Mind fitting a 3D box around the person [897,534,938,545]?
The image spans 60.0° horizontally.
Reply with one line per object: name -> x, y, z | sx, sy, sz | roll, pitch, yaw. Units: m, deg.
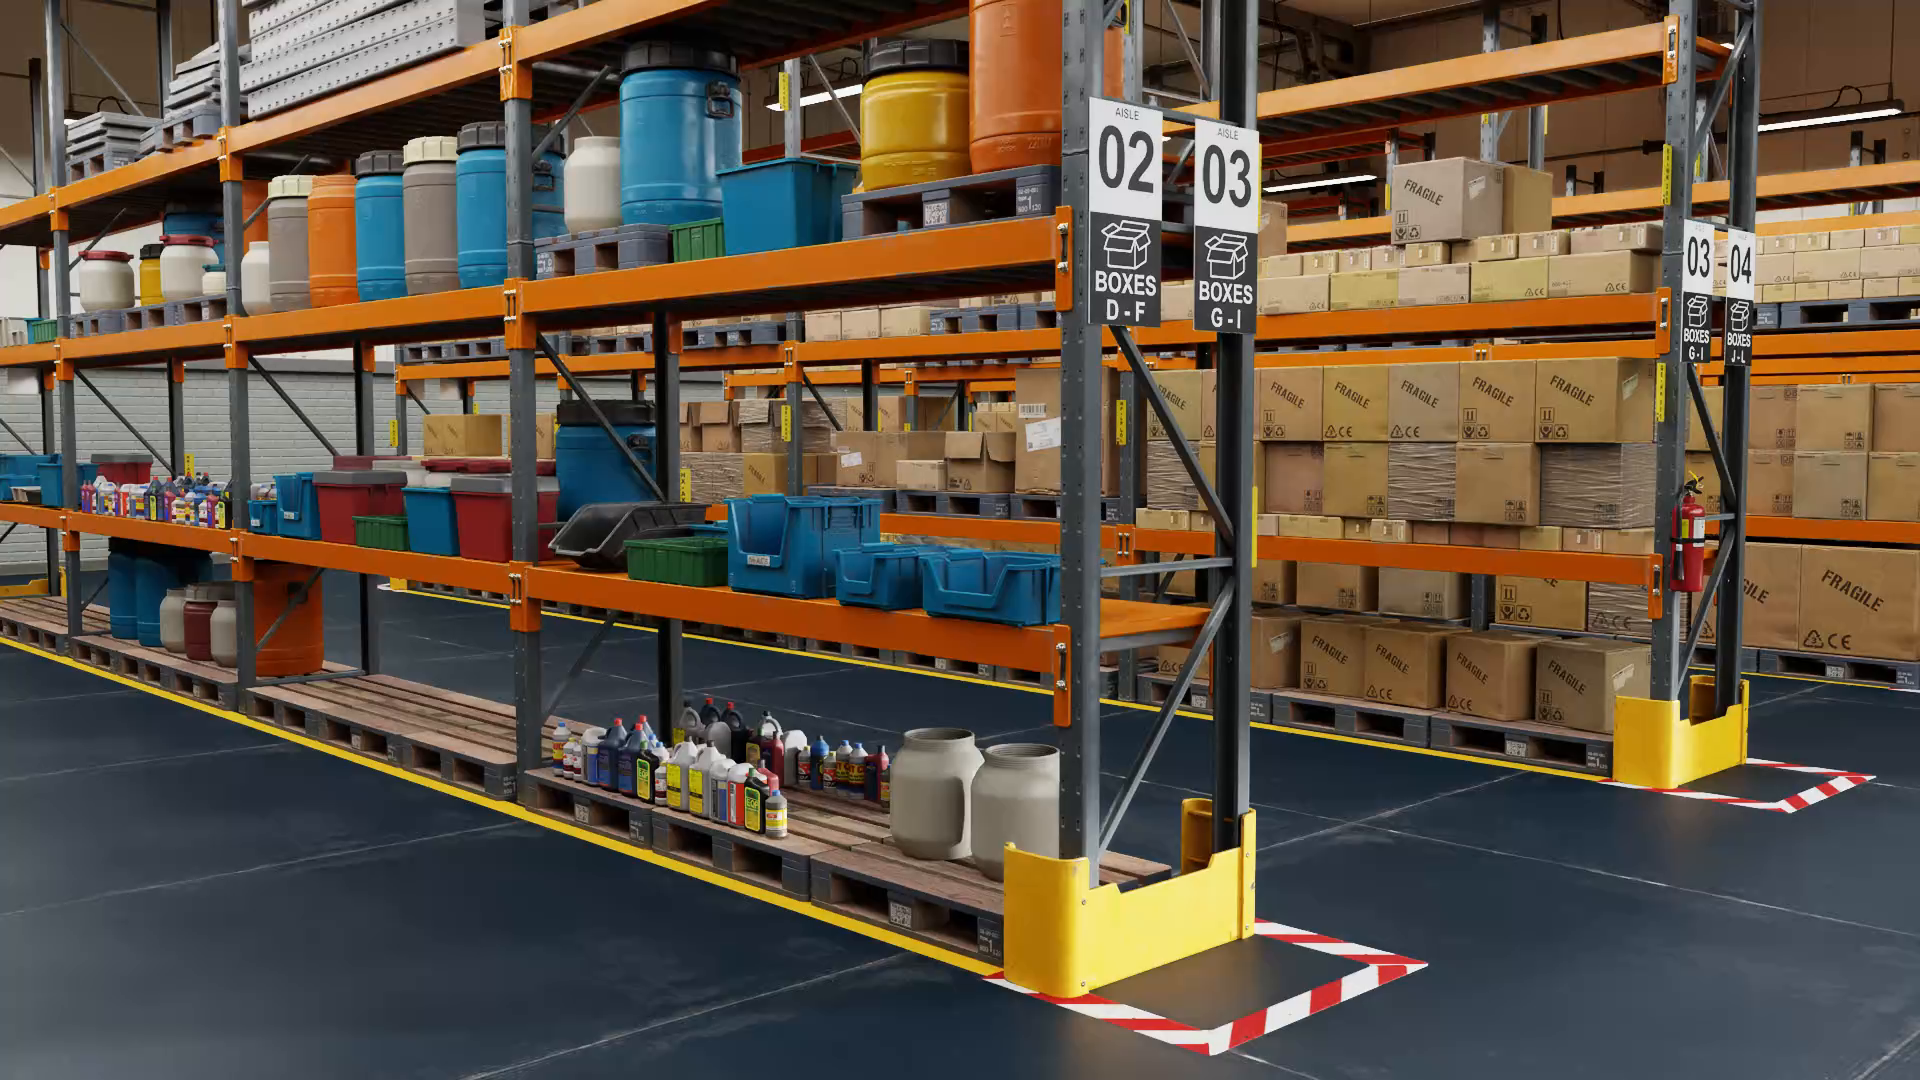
person -> -0.520, -0.141, 18.918 | 0.469, 1.768, 0.597 | 3, 5, 37
